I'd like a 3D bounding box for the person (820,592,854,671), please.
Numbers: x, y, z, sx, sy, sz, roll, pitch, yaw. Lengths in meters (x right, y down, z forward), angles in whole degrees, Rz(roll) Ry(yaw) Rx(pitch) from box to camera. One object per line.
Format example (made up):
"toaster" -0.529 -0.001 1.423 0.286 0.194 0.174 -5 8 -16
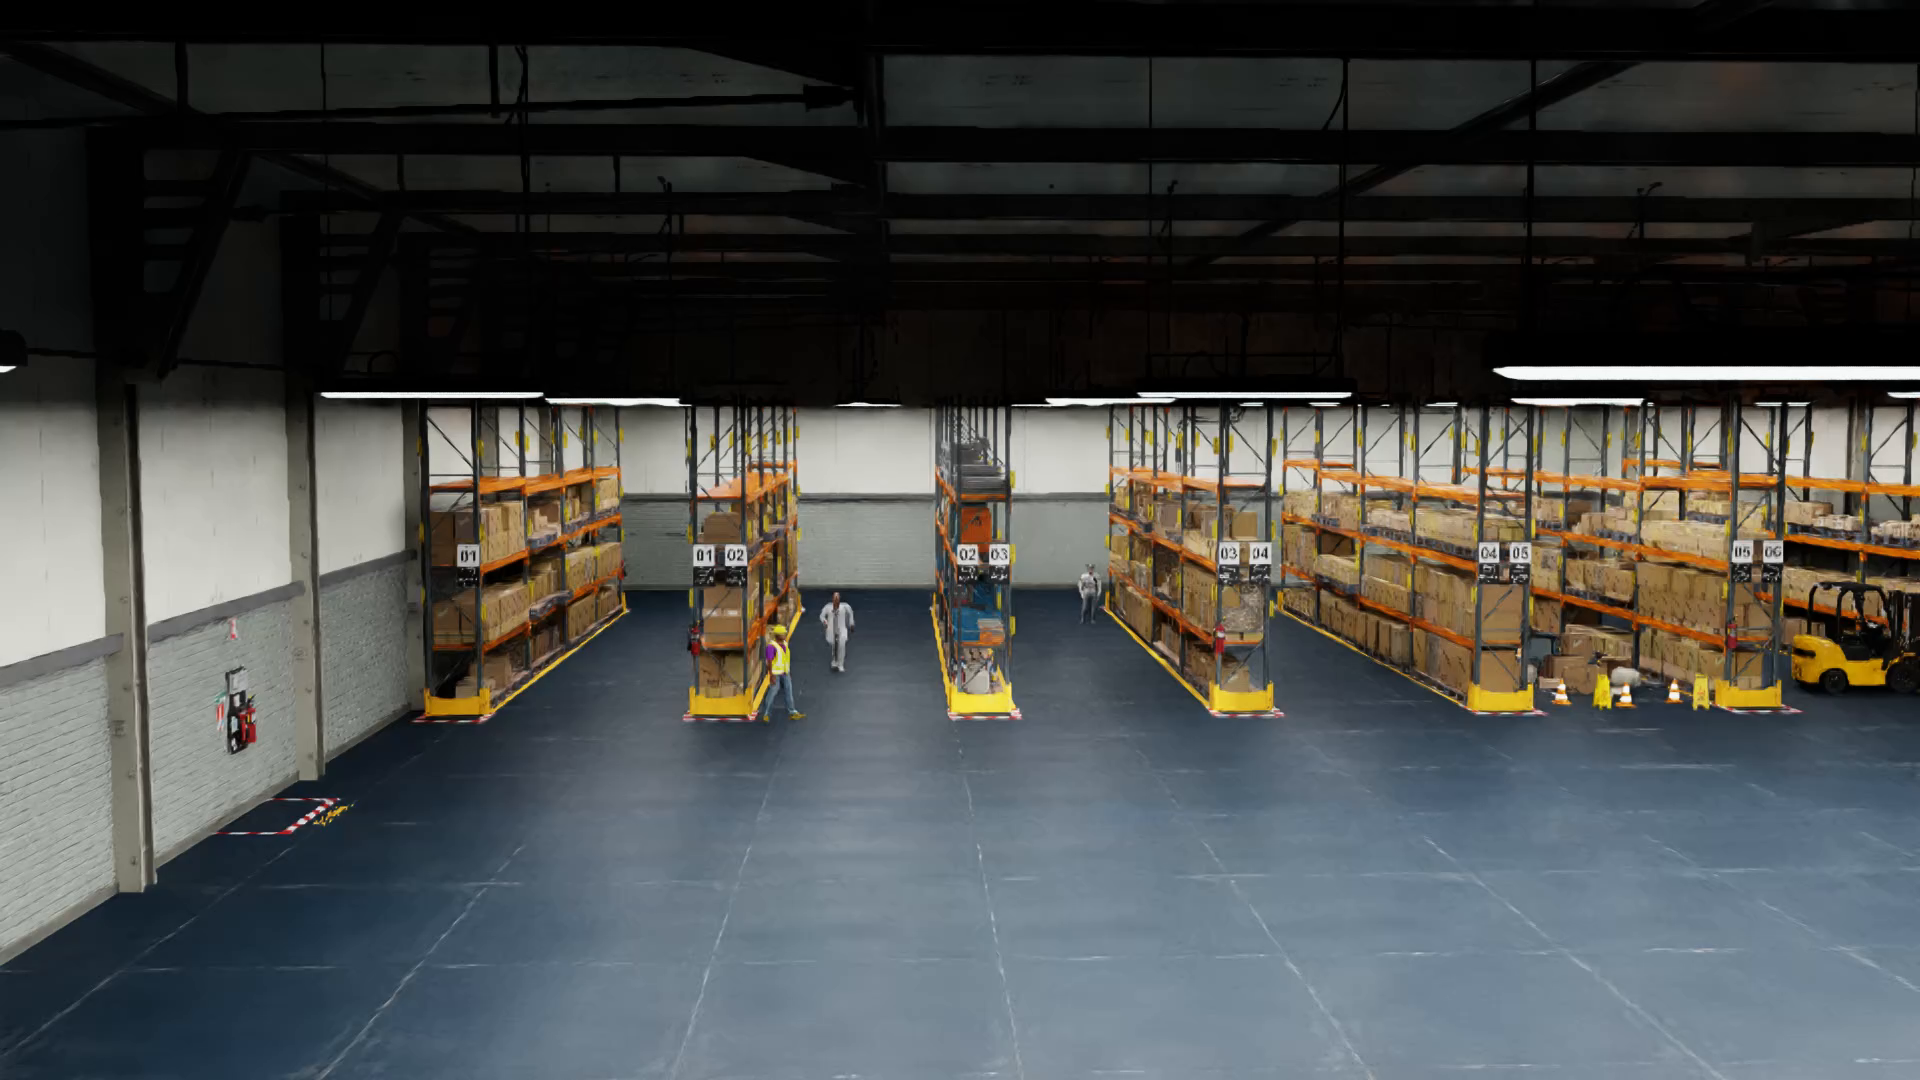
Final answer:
"person" -2.712 1.984 36.598 0.736 1.717 0.904 0 5 3

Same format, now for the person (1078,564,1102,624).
"person" 3.466 1.427 44.374 0.639 1.628 0.506 0 5 -3

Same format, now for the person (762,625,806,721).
"person" -3.274 2.430 30.501 0.567 1.755 0.738 3 5 35
